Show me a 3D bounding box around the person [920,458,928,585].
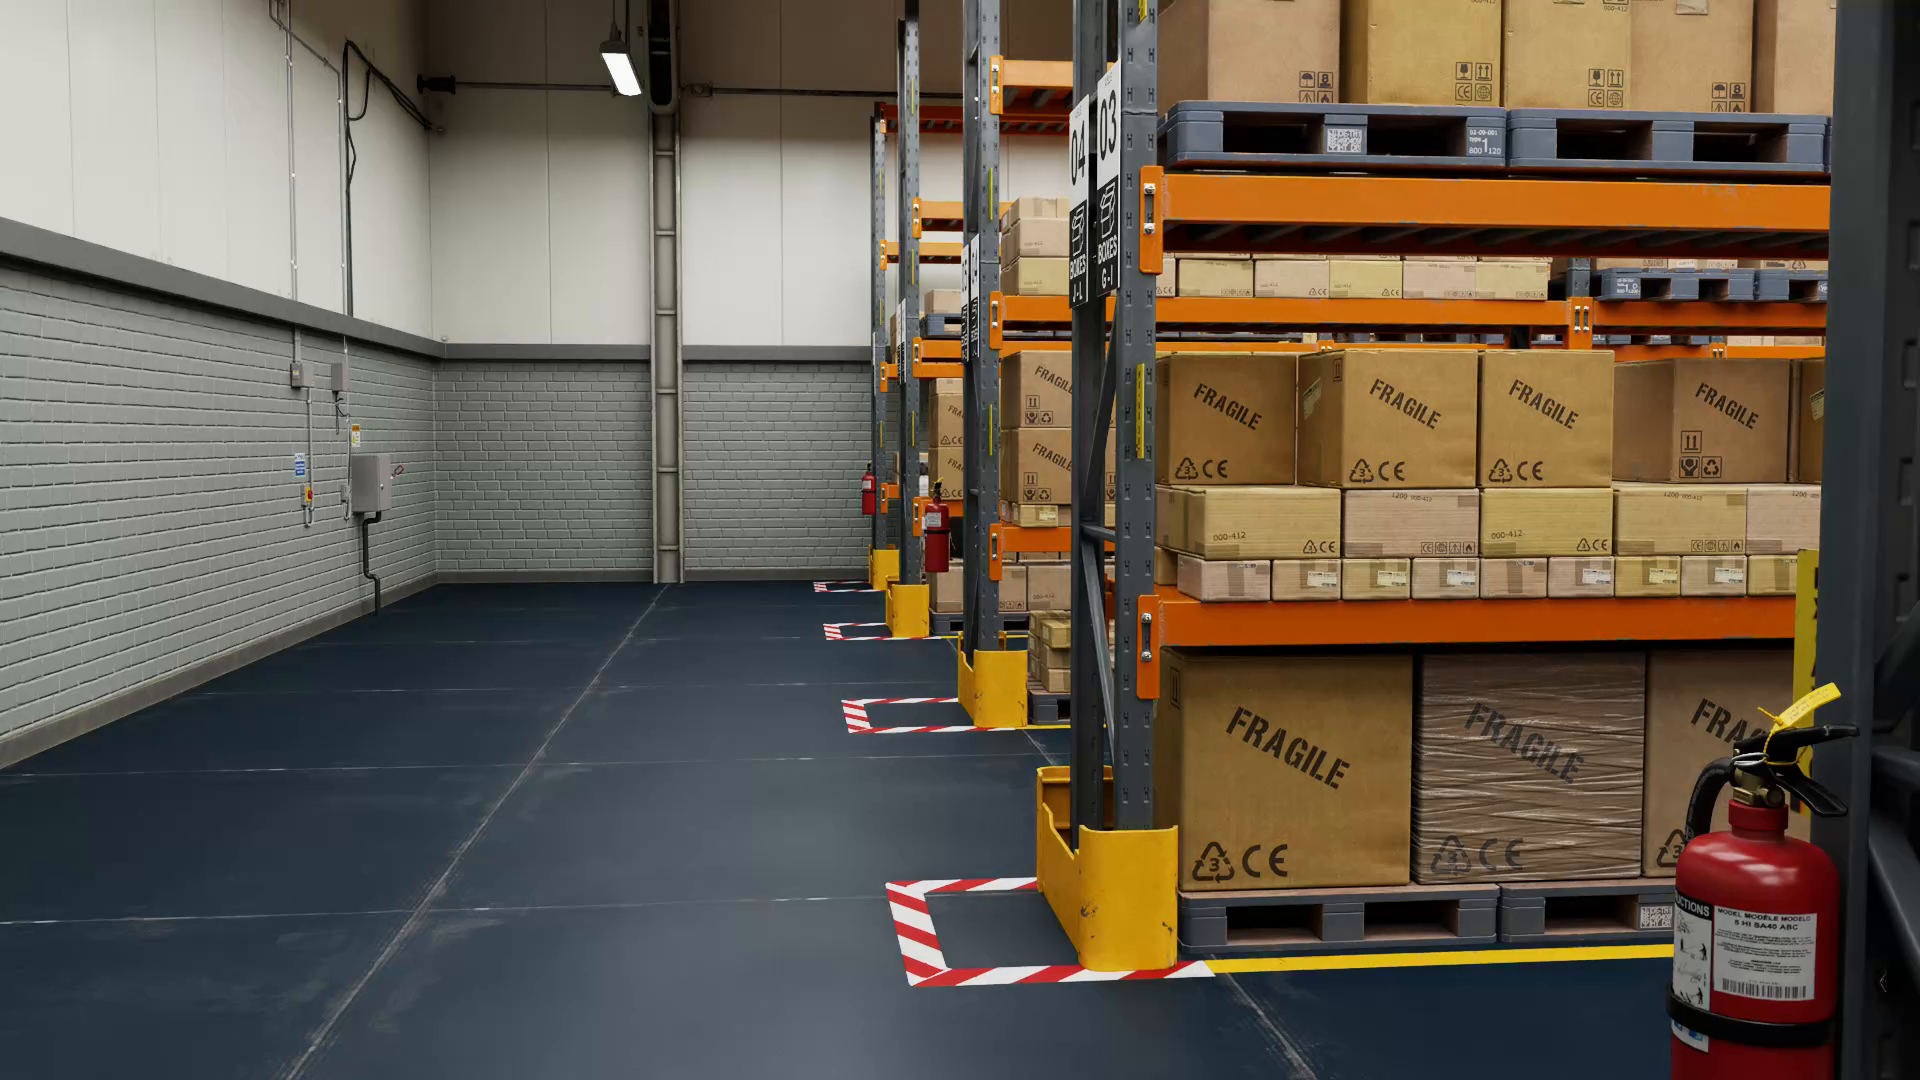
[{"bbox_3d":[-0.408,-0.106,18.945,0.547,1.666,0.371,-1,4,-10],"label":"person"}]
